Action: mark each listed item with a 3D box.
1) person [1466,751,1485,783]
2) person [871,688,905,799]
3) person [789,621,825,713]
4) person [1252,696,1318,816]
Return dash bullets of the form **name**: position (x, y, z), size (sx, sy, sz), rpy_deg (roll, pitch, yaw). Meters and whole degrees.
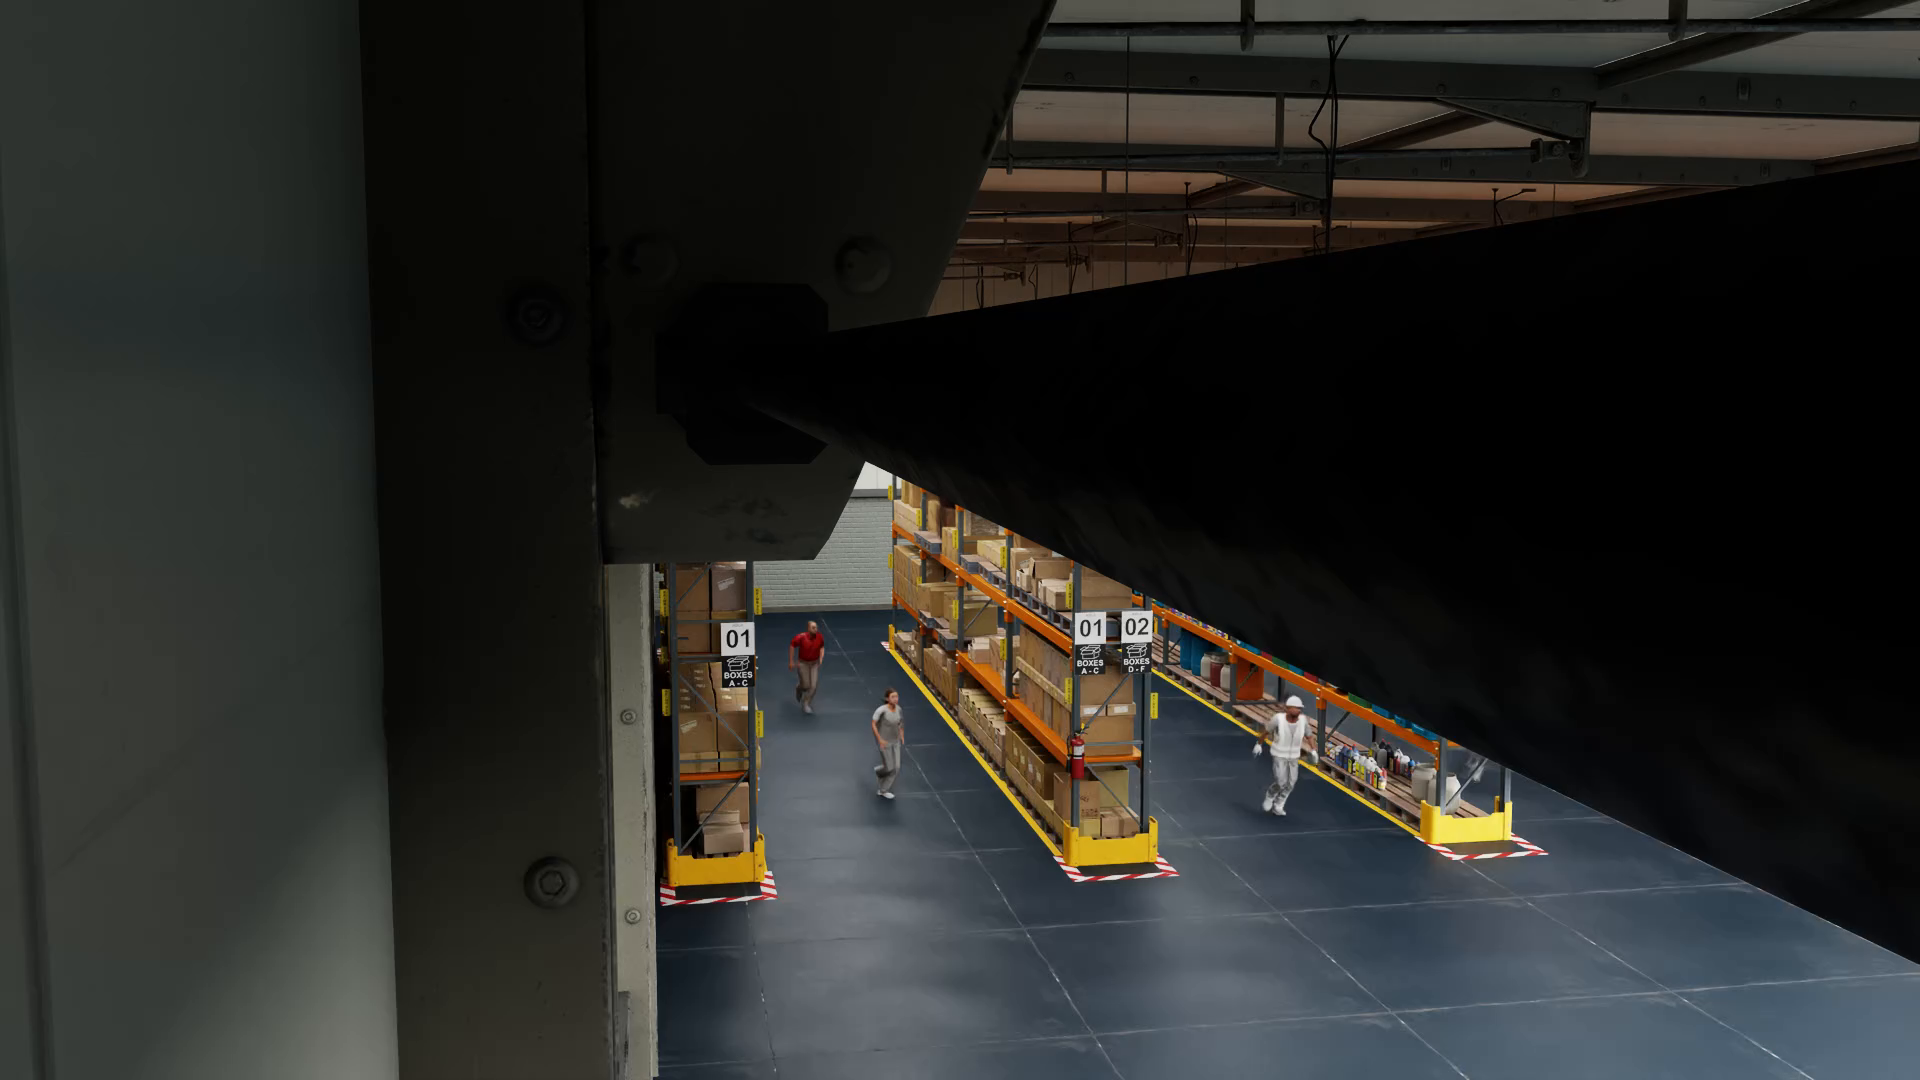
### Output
- **person**: position (7.969, 2.776, 25.178), size (0.662, 1.663, 0.787), rpy_deg (-1, 6, -11)
- **person**: position (-1.073, 2.931, 24.164), size (0.562, 1.609, 0.557), rpy_deg (-4, 7, -34)
- **person**: position (-2.766, 2.268, 30.064), size (0.664, 1.669, 0.670), rpy_deg (-4, 7, -32)
- **person**: position (4.514, 2.984, 22.923), size (0.710, 1.714, 0.792), rpy_deg (-2, 6, -15)
